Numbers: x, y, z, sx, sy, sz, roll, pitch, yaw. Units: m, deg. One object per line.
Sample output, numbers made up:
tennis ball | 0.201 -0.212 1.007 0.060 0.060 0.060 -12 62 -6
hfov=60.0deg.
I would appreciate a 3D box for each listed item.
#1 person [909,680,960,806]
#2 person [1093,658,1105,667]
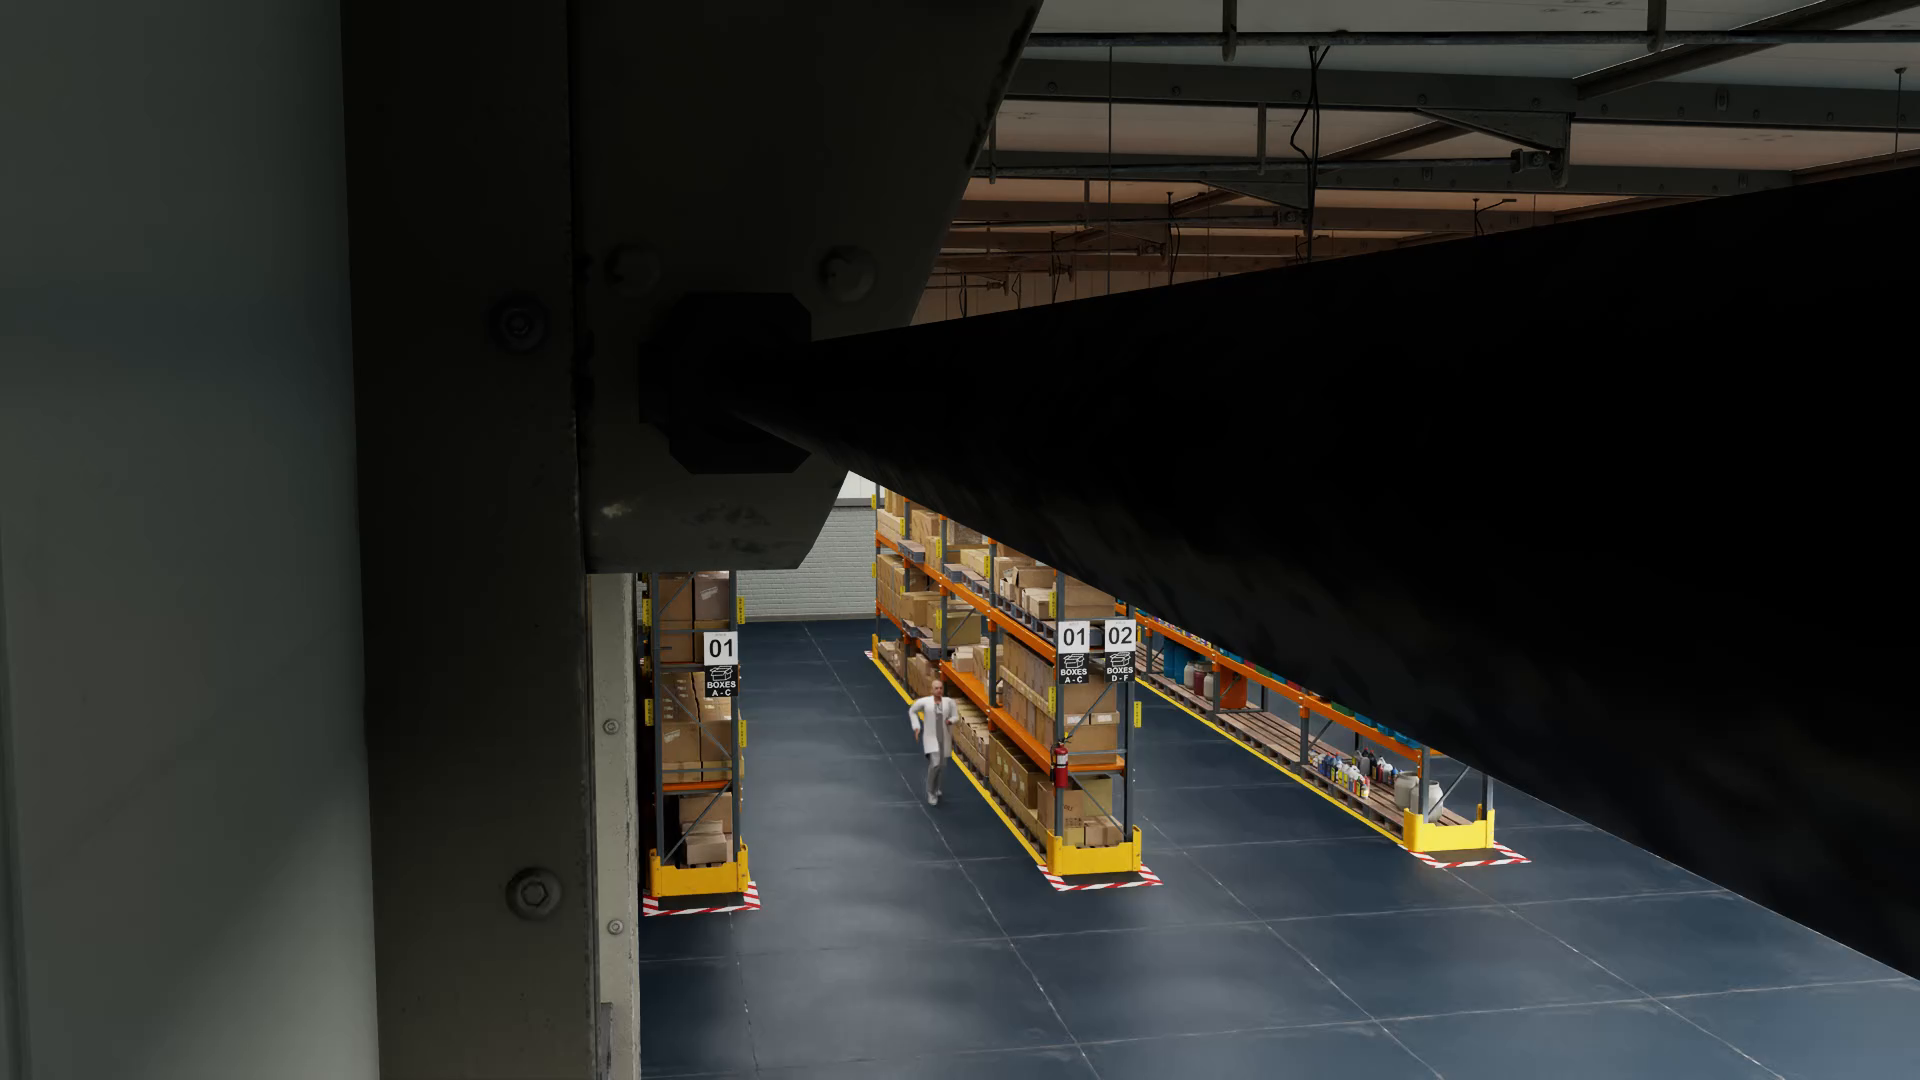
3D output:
person | -0.342 2.960 24.329 0.670 1.827 0.804 -2 6 -21
person | 2.542 2.239 29.336 0.576 1.713 0.580 -2 6 -16
